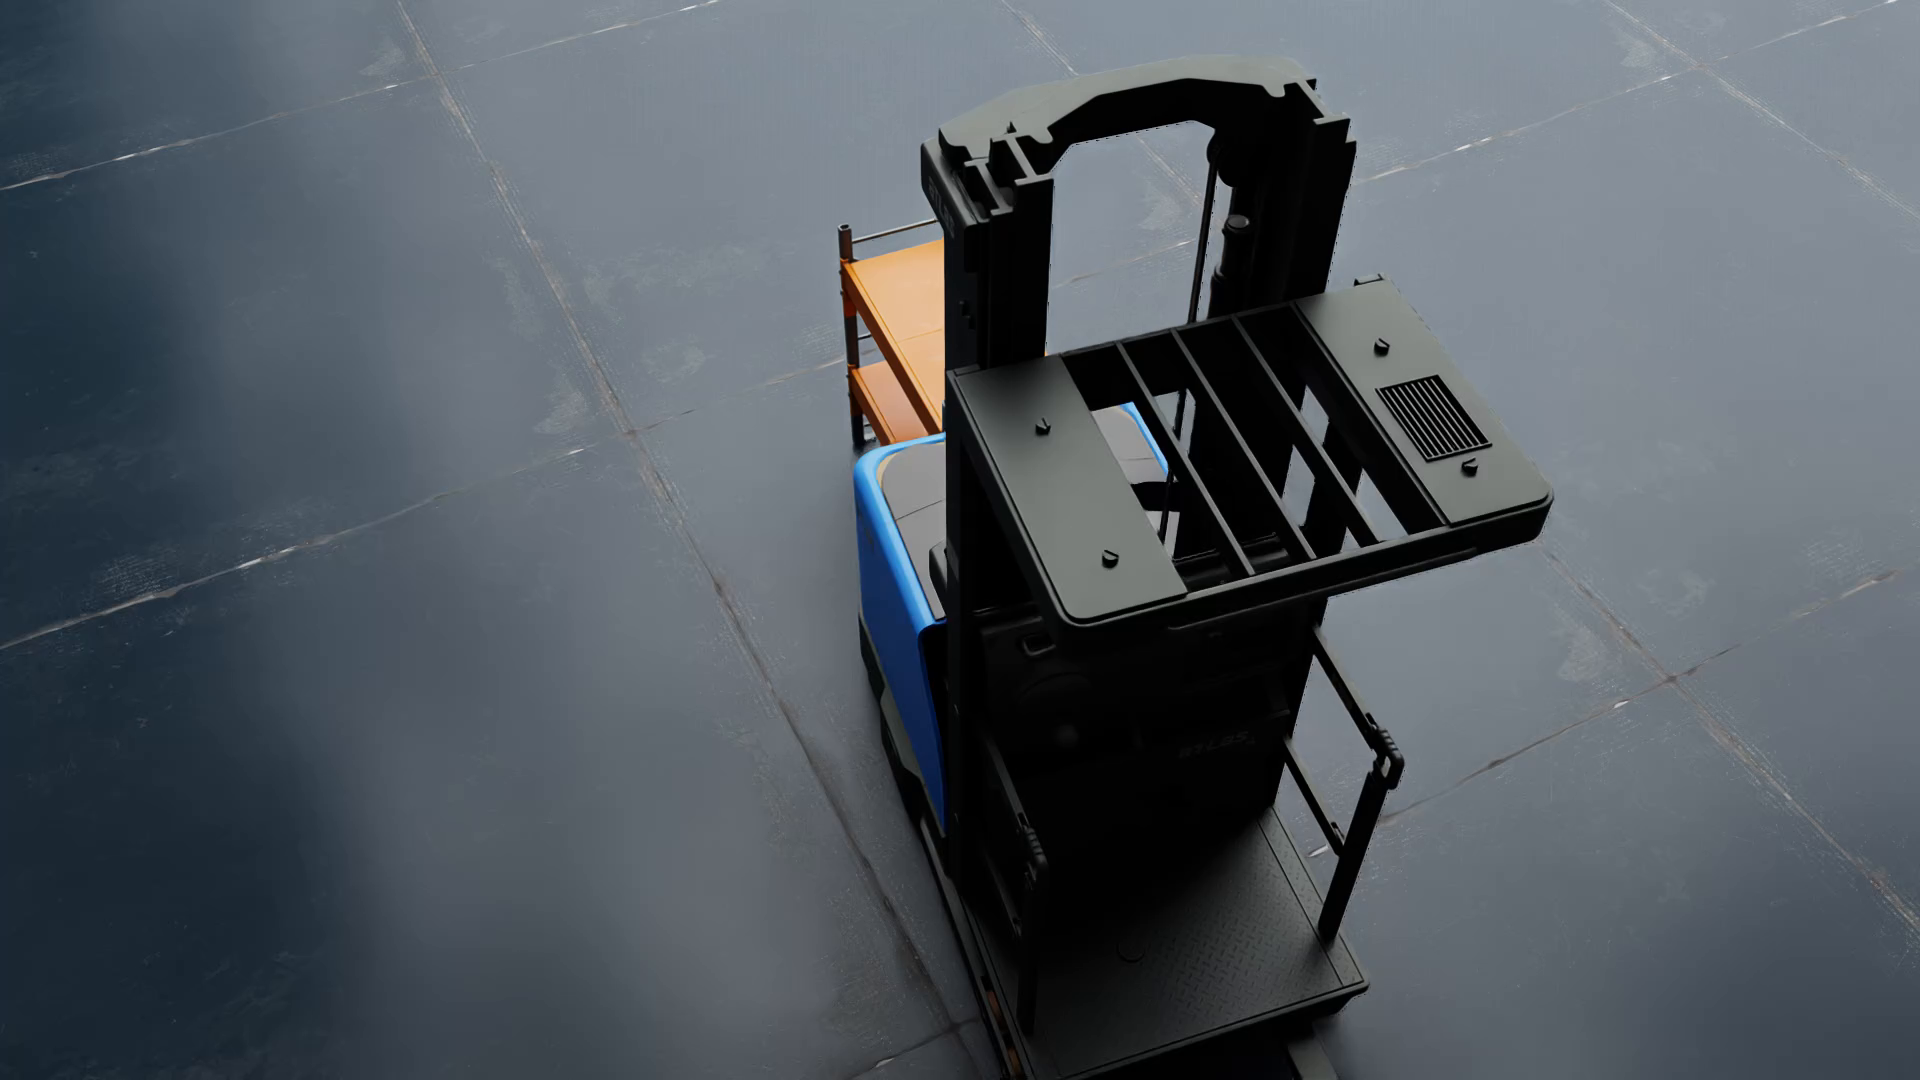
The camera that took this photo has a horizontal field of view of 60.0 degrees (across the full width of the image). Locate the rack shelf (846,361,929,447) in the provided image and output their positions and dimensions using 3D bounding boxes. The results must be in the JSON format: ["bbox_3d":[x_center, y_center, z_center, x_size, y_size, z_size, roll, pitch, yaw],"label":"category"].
[{"bbox_3d":[-0.021,-0.342,6.520,0.538,0.278,1.000,-18,51,-15],"label":"rack shelf"}]

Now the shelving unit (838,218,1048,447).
[{"bbox_3d":[-0.021,-0.503,6.336,0.538,1.125,1.048,-18,51,-15],"label":"shelving unit"}]

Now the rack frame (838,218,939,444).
[{"bbox_3d":[-0.217,-0.856,6.644,0.500,1.125,0.032,-18,51,-15],"label":"rack frame"}]

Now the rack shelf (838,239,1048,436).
[{"bbox_3d":[-0.021,-0.696,6.115,0.538,0.278,1.000,-18,51,-15],"label":"rack shelf"}]

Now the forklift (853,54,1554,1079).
[{"bbox_3d":[0.577,0.395,4.350,1.130,2.935,3.031,-14,50,-12],"label":"forklift"}]

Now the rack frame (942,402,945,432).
[{"bbox_3d":[0.176,-0.150,6.027,0.500,1.125,0.032,-18,51,-15],"label":"rack frame"}]
